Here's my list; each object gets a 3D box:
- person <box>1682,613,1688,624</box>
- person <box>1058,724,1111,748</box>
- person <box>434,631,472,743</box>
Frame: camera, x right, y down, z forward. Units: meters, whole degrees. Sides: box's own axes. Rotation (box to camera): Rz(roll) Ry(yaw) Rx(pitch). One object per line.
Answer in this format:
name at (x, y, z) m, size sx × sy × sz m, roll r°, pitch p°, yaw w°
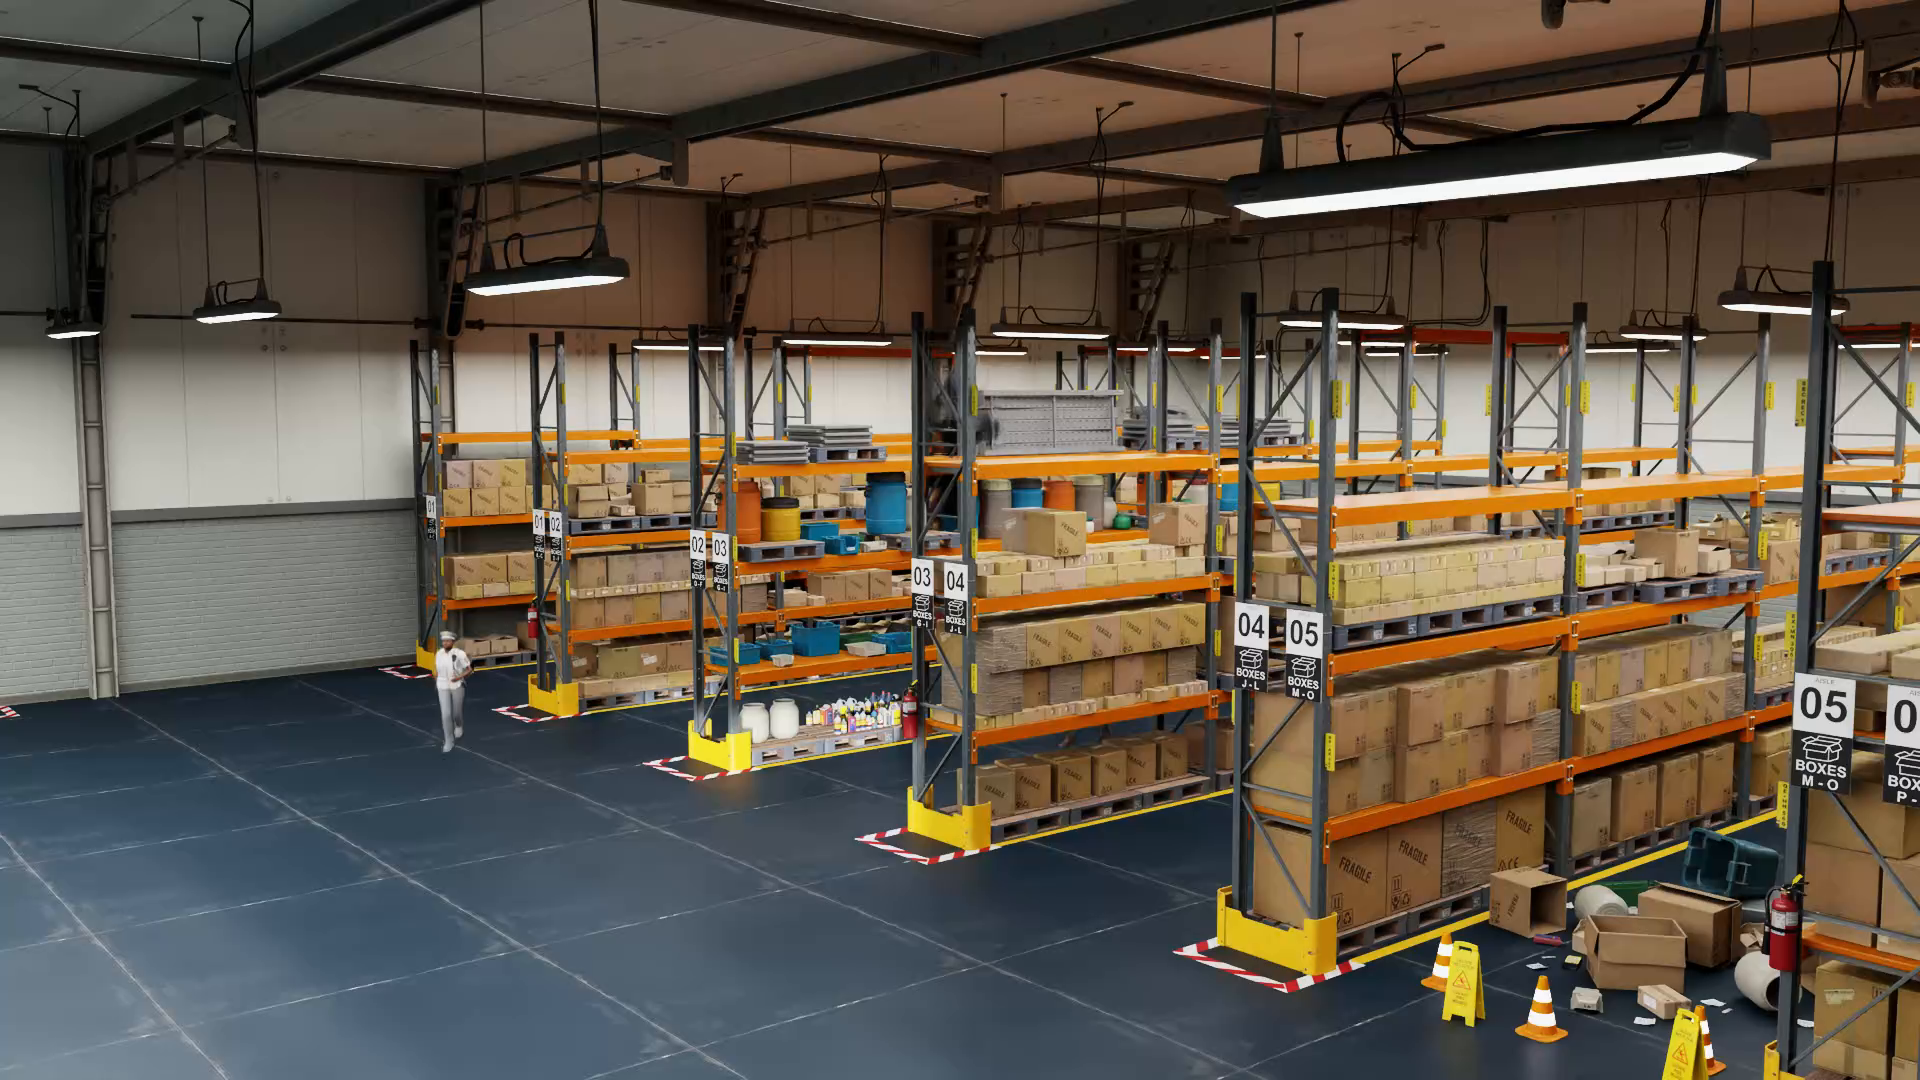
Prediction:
person at (11.216, 1.948, 25.986) m, size 0.545 × 1.627 × 0.650 m, roll 5°, pitch 7°, yaw 45°
person at (1.663, 1.979, 22.450) m, size 0.827 × 1.682 × 0.583 m, roll -5°, pitch 7°, yaw -40°
person at (-7.266, 2.083, 23.825) m, size 0.573 × 1.610 × 0.674 m, roll 0°, pitch 5°, yaw -3°
